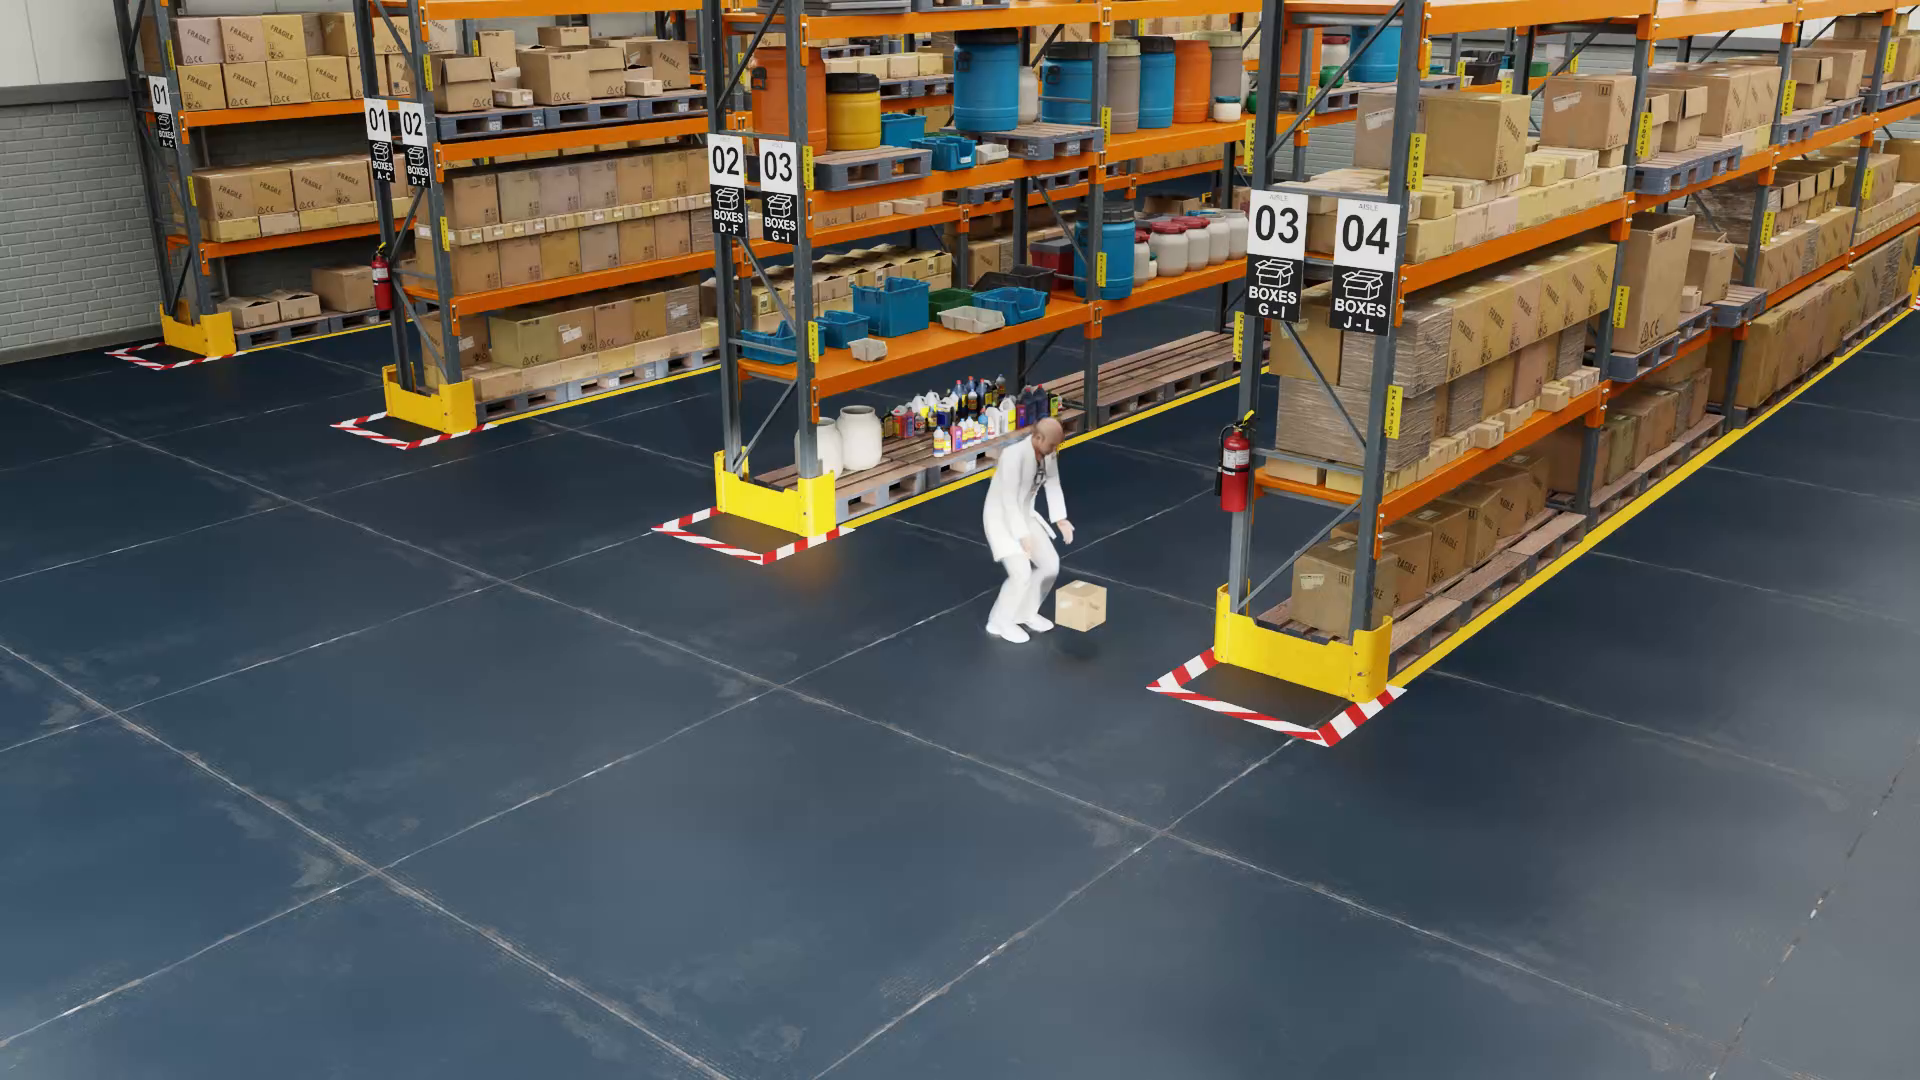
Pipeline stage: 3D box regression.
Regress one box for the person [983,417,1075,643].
[{"bbox_3d":[0.462,-0.111,11.659,0.564,1.612,0.621,16,25,37],"label":"person"}]
